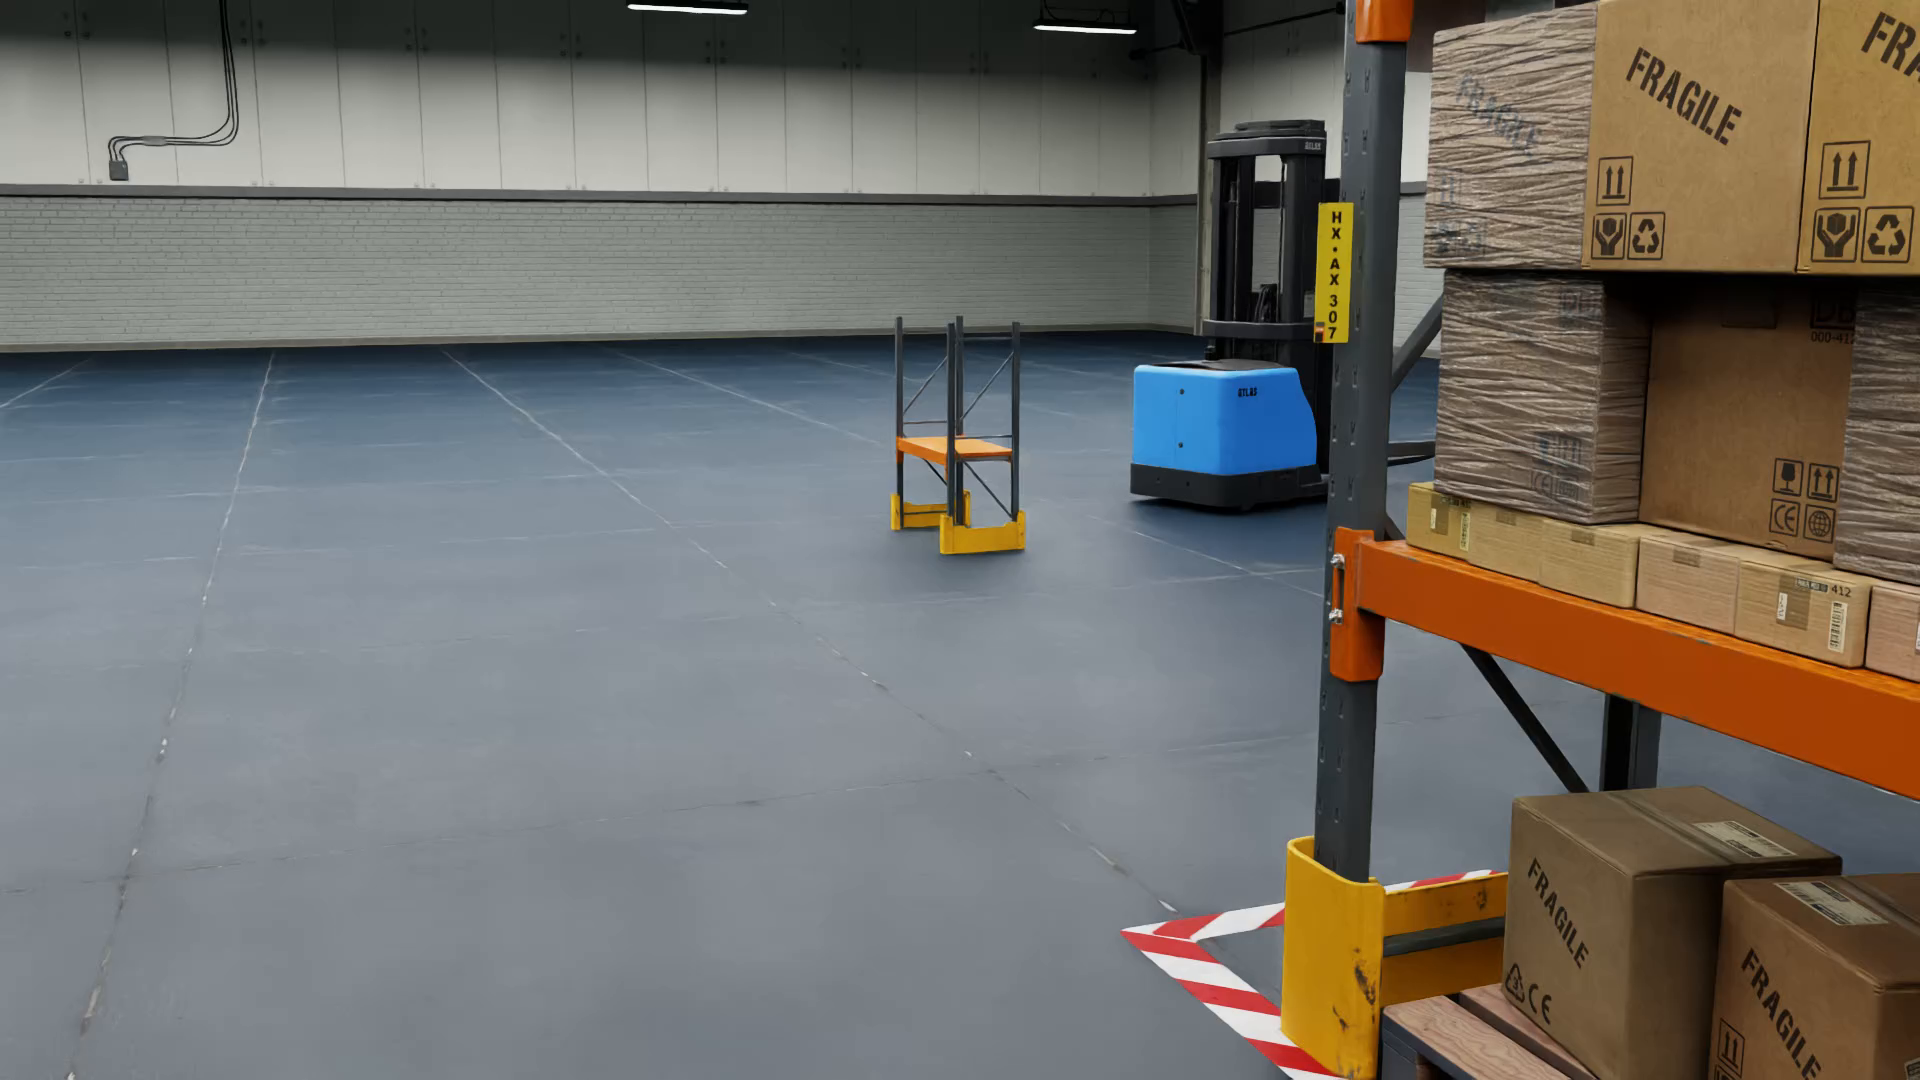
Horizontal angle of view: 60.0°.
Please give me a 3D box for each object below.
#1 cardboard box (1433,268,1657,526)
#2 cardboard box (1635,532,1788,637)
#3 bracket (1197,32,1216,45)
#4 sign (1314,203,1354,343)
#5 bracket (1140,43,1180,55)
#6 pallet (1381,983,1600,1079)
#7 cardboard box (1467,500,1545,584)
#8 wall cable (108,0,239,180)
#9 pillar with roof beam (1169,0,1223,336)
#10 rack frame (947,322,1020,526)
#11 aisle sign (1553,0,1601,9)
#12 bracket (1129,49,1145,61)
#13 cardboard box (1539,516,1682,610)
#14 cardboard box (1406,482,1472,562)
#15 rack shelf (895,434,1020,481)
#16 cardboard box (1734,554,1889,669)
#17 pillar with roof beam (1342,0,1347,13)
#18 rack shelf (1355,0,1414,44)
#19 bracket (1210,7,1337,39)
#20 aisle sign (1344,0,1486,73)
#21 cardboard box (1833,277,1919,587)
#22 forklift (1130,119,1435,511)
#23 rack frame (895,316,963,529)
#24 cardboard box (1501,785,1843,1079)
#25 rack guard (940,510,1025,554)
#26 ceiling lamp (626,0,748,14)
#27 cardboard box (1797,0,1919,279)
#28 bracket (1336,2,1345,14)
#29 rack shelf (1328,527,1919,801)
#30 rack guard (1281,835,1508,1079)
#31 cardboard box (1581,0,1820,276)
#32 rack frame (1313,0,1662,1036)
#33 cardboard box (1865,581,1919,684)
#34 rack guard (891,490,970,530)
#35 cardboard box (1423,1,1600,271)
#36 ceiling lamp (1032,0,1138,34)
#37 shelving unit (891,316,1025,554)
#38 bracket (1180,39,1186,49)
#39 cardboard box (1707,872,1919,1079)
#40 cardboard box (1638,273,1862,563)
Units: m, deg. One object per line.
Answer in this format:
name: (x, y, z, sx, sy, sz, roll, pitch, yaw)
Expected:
cardboard box: (1.563, -0.342, 3.641, 0.875, 0.500, 0.500, -4, 11, -21)
cardboard box: (1.530, 0.071, 3.173, 0.380, 0.149, 0.250, -4, 11, -21)
bracket: (5.248, -10.654, 35.339, 0.235, 0.232, 0.430, -4, 11, -21)
sign: (0.884, -0.629, 3.921, 0.100, 0.325, 0.005, -4, 11, -21)
bracket: (4.302, -11.079, 37.734, 0.076, 0.066, 3.189, -4, 11, -21)
pallet: (1.679, 1.283, 3.607, 1.003, 0.211, 1.213, -4, 11, -21)
cardboard box: (1.343, -0.010, 3.630, 0.380, 0.149, 0.250, -4, 11, -21)
wall cable: (-14.912, -9.812, 31.173, 2.305, 6.003, 0.169, -4, 11, -21)
pillar with roof beam: (1.416, -8.698, 34.626, 9.100, 9.000, 0.548, -4, 11, -21)
rack frame: (0.153, -0.669, 10.901, 0.500, 1.500, 0.032, -4, 11, -21)
aisle sign: (1.647, -1.547, 4.127, 0.394, 0.787, 0.004, -4, 11, -21)
bracket: (4.088, -11.176, 38.276, 0.235, 0.232, 0.430, -4, 11, -21)
cardboard box: (1.420, 0.032, 3.395, 0.380, 0.149, 0.250, -4, 11, -21)
cardboard box: (1.271, -0.052, 3.866, 0.380, 0.149, 0.250, -4, 11, -21)
rack shelf: (-0.031, -0.575, 11.399, 0.538, 0.185, 1.000, -4, 11, -21)
cardboard box: (1.614, 0.112, 2.941, 0.380, 0.149, 0.250, -4, 11, -21)
pillar with roof beam: (3.590, -7.719, 29.120, 9.100, 9.000, 0.548, -4, 11, -21)
rack shelf: (2.114, -1.034, 2.156, 1.077, 0.370, 4.000, -4, 11, -21)
bracket: (6.181, -10.233, 32.975, 0.076, 0.066, 4.783, -4, 11, -21)
aisle sign: (1.087, -1.509, 3.913, 0.394, 0.787, 0.004, -4, 11, -21)
cardboard box: (1.997, -0.183, 2.751, 0.875, 0.500, 0.500, -4, 11, -21)
forklift: (2.800, -1.848, 13.439, 3.031, 2.935, 1.130, -8, 13, -39)
rack frame: (-0.215, -0.835, 11.834, 0.500, 1.500, 0.032, -4, 11, -21)
cardboard box: (1.600, 0.889, 3.794, 0.500, 0.500, 0.500, -2, 10, -10)
rack guard: (0.153, -0.054, 11.011, 0.587, 0.250, 0.087, -4, 11, -21)
ceiling lamp: (-4.636, -10.434, 27.716, 2.000, 3.185, 0.800, -4, 11, -21)
cardboard box: (1.692, -0.655, 2.547, 0.500, 0.500, 0.500, -4, 11, -21)
bracket: (7.121, -9.810, 30.595, 0.235, 0.232, 0.430, -4, 11, -21)
rack shelf: (2.114, 0.443, 2.418, 1.077, 0.370, 4.000, -4, 11, -21)
rack guard: (1.417, 1.006, 4.340, 1.175, 0.500, 0.348, -4, 11, -21)
cardboard box: (1.510, -0.736, 3.005, 0.500, 0.500, 0.500, -4, 11, -21)
rack frame: (1.390, -0.238, 4.190, 1.000, 3.000, 0.127, -4, 11, -21)
cardboard box: (1.730, 0.151, 2.721, 0.380, 0.149, 0.250, -4, 11, -21)
rack guard: (-0.208, -0.217, 11.925, 0.587, 0.250, 0.087, -4, 11, -21)
cardboard box: (1.335, -0.818, 3.466, 0.500, 0.500, 0.500, -4, 11, -21)
ceiling lamp: (2.205, -10.900, 30.335, 2.000, 3.185, 0.800, -4, 11, -21)
shelving unit: (-0.028, -0.751, 11.359, 0.587, 1.500, 1.083, -4, 11, -21)
bracket: (4.947, -10.789, 36.101, 0.235, 0.232, 0.430, -4, 11, -21)
cardboard box: (1.849, 0.985, 3.257, 0.500, 0.500, 0.500, -1, 10, -6)
cardboard box: (1.856, -0.268, 3.225, 0.875, 0.500, 0.500, -4, 11, -21)
